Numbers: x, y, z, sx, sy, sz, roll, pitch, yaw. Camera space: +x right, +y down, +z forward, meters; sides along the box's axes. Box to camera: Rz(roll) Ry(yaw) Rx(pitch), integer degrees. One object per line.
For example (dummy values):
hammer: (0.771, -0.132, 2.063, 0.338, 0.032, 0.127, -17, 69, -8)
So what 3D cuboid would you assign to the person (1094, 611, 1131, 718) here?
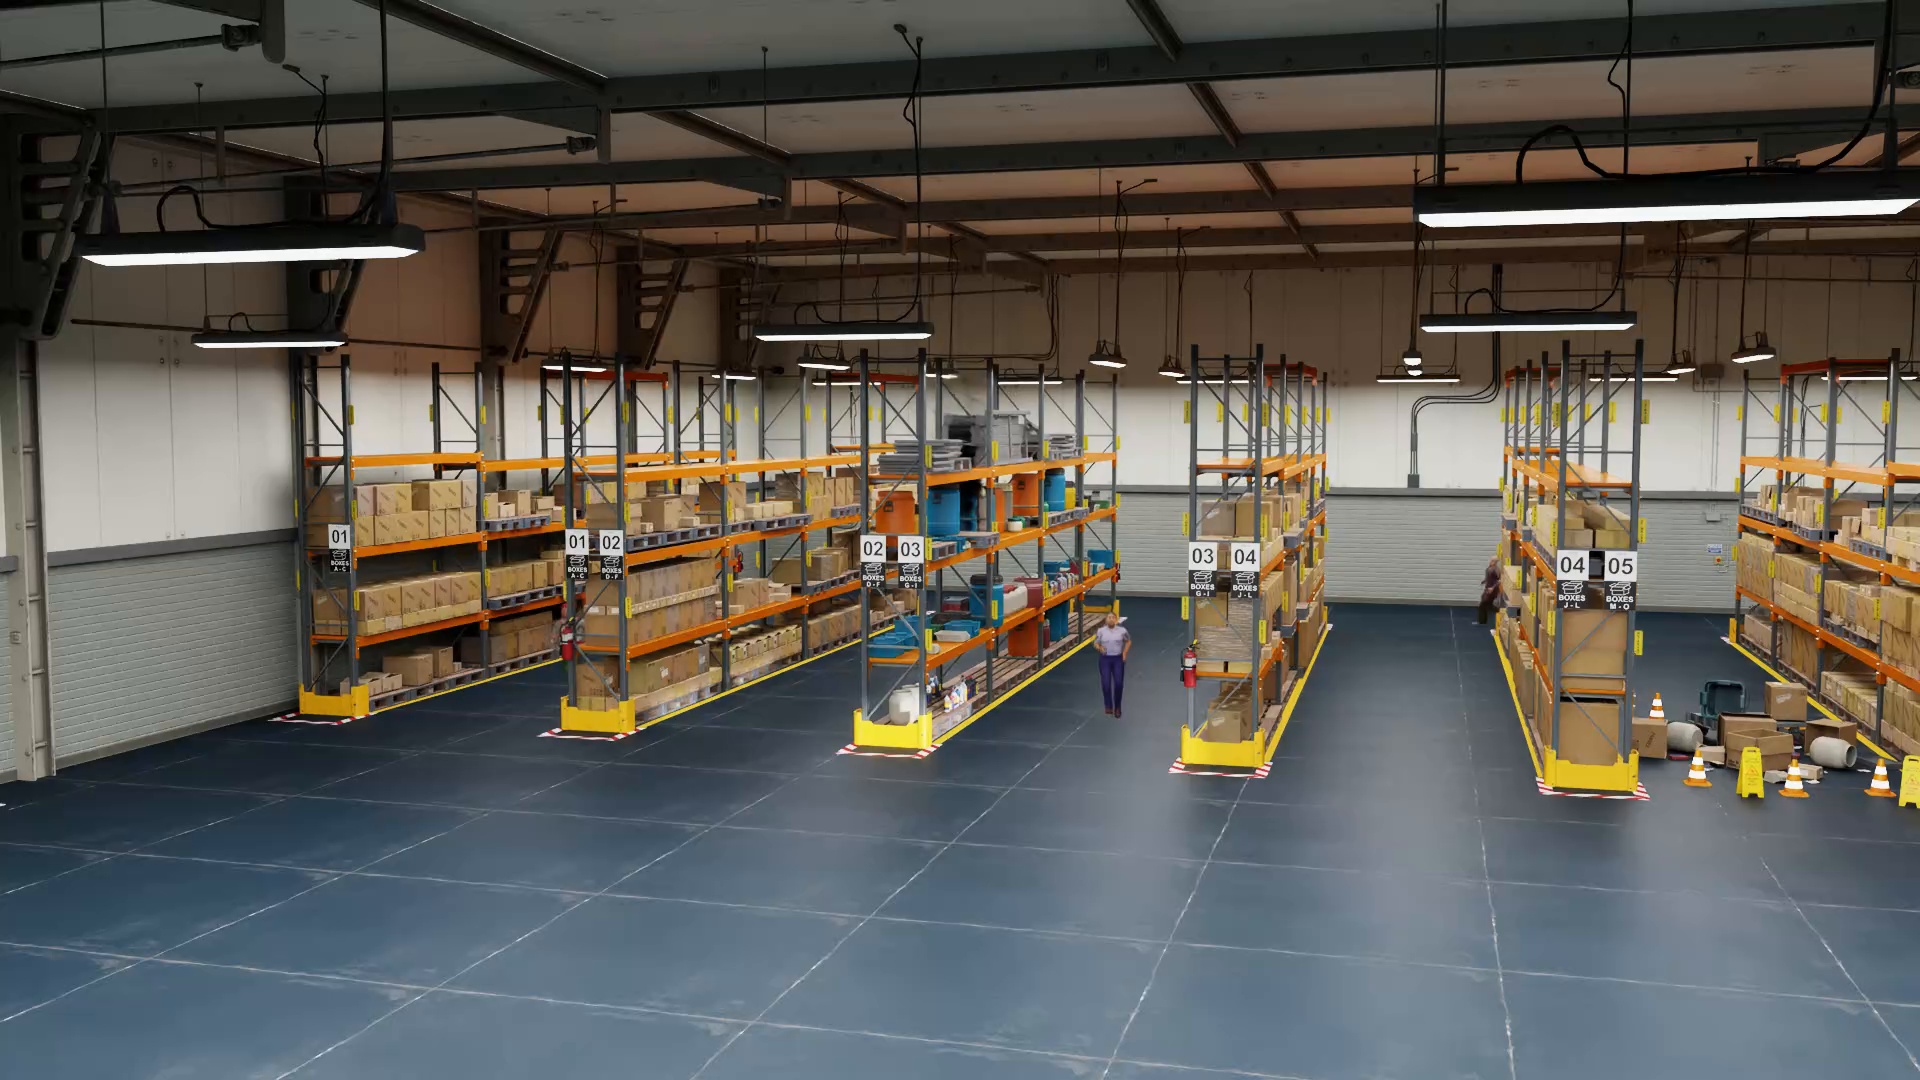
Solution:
person: (2.391, 1.971, 26.102, 0.591, 1.691, 0.576, 0, 4, 6)

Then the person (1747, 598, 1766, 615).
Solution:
person: (18.123, 1.361, 37.675, 0.514, 1.629, 0.641, 3, 5, 38)

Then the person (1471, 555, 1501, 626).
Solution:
person: (12.551, 1.208, 39.155, 0.865, 1.709, 0.769, 0, 4, 5)

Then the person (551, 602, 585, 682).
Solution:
person: (-6.729, 1.945, 28.757, 0.675, 1.748, 0.852, 1, 5, 19)
